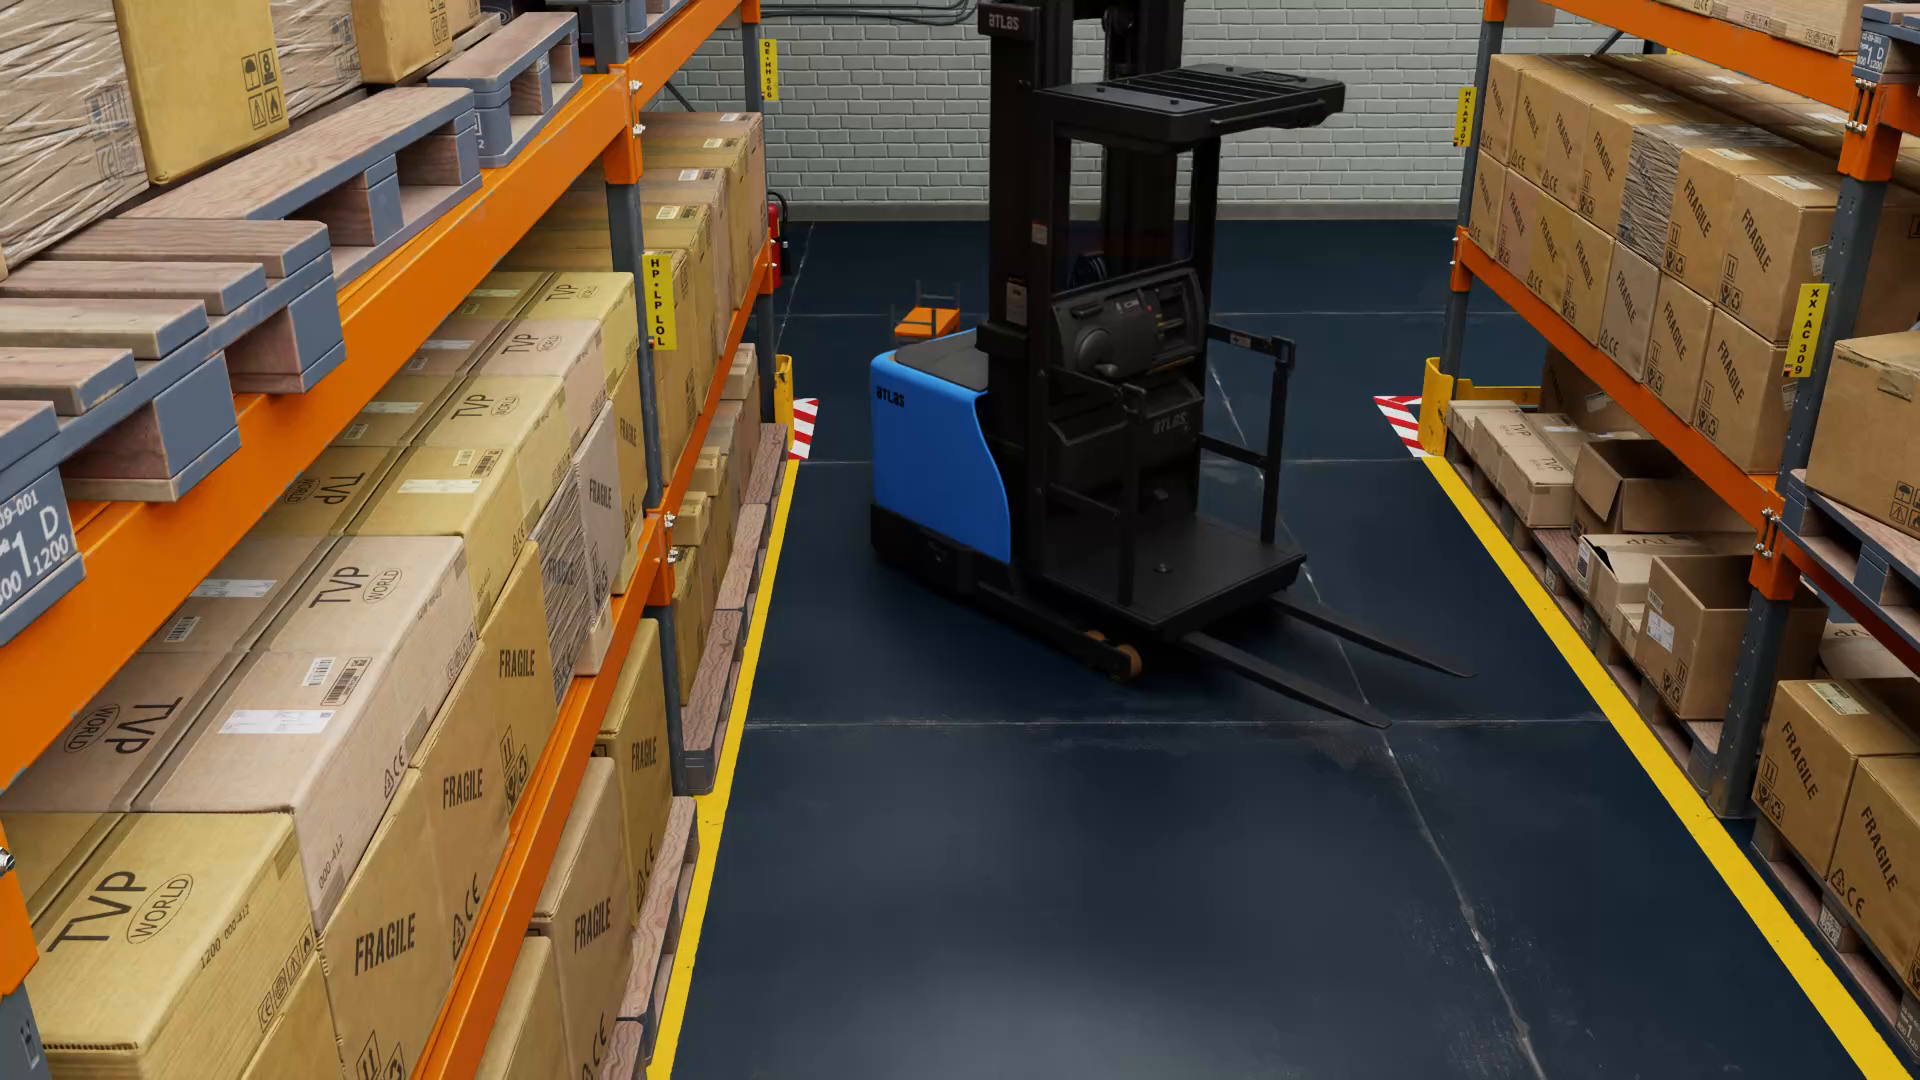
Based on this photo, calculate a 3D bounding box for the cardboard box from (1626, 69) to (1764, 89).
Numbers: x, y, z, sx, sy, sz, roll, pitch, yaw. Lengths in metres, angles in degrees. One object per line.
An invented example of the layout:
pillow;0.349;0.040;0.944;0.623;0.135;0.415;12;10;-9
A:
cardboard box;3.647;-2.077;8.367;0.500;0.500;0.500;0;24;1

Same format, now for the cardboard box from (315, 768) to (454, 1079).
cardboard box;-1.251;0.747;2.952;0.500;0.500;0.500;1;24;1

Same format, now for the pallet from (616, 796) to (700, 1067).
pallet;-1.465;1.294;5.632;1.003;0.211;1.213;0;24;-1

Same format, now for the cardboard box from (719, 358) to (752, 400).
cardboard box;-1.297;-0.845;8.714;0.380;0.149;0.250;0;24;1

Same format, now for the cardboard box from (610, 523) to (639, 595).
cardboard box;-1.235;0.053;5.273;0.380;0.149;0.250;0;24;0

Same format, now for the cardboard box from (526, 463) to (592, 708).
cardboard box;-1.279;0.122;4.333;0.500;0.500;0.500;0;24;0

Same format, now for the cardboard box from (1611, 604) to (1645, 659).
cardboard box;3.051;0.393;7.167;0.380;0.149;0.250;0;24;-1

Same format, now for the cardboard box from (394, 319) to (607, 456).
cardboard box;-1.292;-0.424;4.630;0.500;0.250;0.500;0;24;1

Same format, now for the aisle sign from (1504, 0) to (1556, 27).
aisle sign;3.067;-3.177;8.980;0.394;0.787;0.004;0;24;-1

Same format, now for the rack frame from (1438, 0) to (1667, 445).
rack frame;3.361;-1.966;9.457;1.000;3.000;0.127;0;24;-1

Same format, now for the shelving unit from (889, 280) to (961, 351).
shelving unit;-0.179;-0.736;8.921;0.258;1.200;0.503;6;25;13

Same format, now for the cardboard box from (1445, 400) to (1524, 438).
cardboard box;3.022;-0.693;9.569;0.380;0.149;0.250;0;24;-1

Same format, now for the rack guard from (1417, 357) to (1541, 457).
rack guard;3.362;-0.796;9.903;1.175;0.500;0.348;0;24;-1

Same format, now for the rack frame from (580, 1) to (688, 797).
rack frame;-1.548;-0.294;5.760;1.000;3.000;0.127;0;24;-1

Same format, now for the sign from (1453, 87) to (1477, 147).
sign;2.819;-2.358;9.273;0.100;0.325;0.005;0;24;-1

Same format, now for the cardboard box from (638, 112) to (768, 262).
cardboard box;-1.577;-1.869;8.878;0.980;0.700;0.700;1;24;2

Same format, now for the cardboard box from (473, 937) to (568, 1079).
cardboard box;-1.385;1.478;3.942;0.750;0.750;0.750;0;24;-1

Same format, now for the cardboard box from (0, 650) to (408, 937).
cardboard box;-1.259;0.413;2.781;0.500;0.250;0.500;-1;24;-1

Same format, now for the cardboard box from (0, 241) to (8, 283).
cardboard box;-1.567;-0.454;1.819;0.700;0.500;0.500;-2;24;-5

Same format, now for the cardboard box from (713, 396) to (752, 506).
cardboard box;-1.479;-0.500;8.740;0.700;0.500;0.500;0;24;-1

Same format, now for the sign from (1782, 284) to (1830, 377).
sign;2.862;-0.707;5.622;0.100;0.325;0.005;0;24;-1

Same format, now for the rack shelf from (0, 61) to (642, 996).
rack shelf;-1.527;-0.509;3.468;1.077;0.370;4.000;0;24;-1

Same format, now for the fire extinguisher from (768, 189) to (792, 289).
fire extinguisher;-1.132;-1.801;9.639;0.296;0.674;0.183;0;24;-1

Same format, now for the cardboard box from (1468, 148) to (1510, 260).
cardboard box;3.102;-1.828;9.029;0.500;0.500;0.500;0;24;1

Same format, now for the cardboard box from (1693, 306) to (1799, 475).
cardboard box;3.143;-0.568;6.245;0.500;0.500;0.500;0;24;0

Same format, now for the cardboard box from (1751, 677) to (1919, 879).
cardboard box;3.166;0.821;5.794;0.500;0.500;0.500;-1;24;-3

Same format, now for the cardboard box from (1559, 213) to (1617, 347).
cardboard box;3.120;-1.202;7.647;0.500;0.500;0.500;0;24;0

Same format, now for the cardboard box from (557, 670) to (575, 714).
cardboard box;-1.280;0.370;4.573;0.380;0.149;0.250;0;24;-1

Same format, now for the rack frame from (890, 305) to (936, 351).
rack frame;-0.240;-0.639;8.706;0.240;1.200;0.015;6;25;13

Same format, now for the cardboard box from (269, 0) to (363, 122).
cardboard box;-1.637;-1.108;3.264;0.700;0.500;0.500;0;24;-1

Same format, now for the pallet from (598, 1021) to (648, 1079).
pallet;-1.448;1.798;4.518;1.003;0.211;1.213;0;24;-1

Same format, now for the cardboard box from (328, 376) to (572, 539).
cardboard box;-1.286;-0.214;4.166;0.500;0.250;0.500;0;24;0

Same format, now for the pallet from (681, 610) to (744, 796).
pallet;-1.479;0.663;7.028;1.003;0.211;1.213;0;24;-1

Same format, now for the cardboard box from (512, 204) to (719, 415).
cardboard box;-1.541;-0.955;6.858;0.980;0.700;0.700;-1;24;-2

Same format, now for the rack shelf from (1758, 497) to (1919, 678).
rack shelf;3.427;0.834;4.139;1.077;0.370;4.000;0;24;-1

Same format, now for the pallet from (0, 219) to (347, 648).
pallet;-1.565;-0.191;2.122;1.213;0.211;1.003;1;24;2

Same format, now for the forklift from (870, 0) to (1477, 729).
forklift;0.905;-0.943;7.278;1.130;2.935;3.031;-21;31;-38

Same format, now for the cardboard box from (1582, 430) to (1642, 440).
cardboard box;3.528;-0.485;9.087;0.380;0.166;0.250;0;24;-1

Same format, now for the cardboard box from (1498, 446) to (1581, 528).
cardboard box;3.094;-0.276;8.524;0.500;0.250;0.500;0;24;-1

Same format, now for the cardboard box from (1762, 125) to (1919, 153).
cardboard box;3.670;-1.439;6.956;0.500;0.500;0.500;-1;24;-2

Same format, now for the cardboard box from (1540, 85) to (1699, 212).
cardboard box;3.116;-1.862;7.891;0.500;0.500;0.500;0;24;0

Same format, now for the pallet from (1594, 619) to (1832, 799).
pallet;3.398;0.670;7.013;1.003;0.211;1.213;0;24;-1

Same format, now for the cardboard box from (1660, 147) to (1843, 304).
cardboard box;3.132;-1.237;6.511;0.500;0.500;0.500;-1;24;-2

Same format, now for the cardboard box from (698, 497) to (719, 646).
cardboard box;-1.456;0.138;7.329;0.700;0.500;0.500;0;24;-1

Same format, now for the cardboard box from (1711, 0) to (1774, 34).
cardboard box;3.139;-2.021;6.121;0.500;0.250;0.500;0;24;-1
